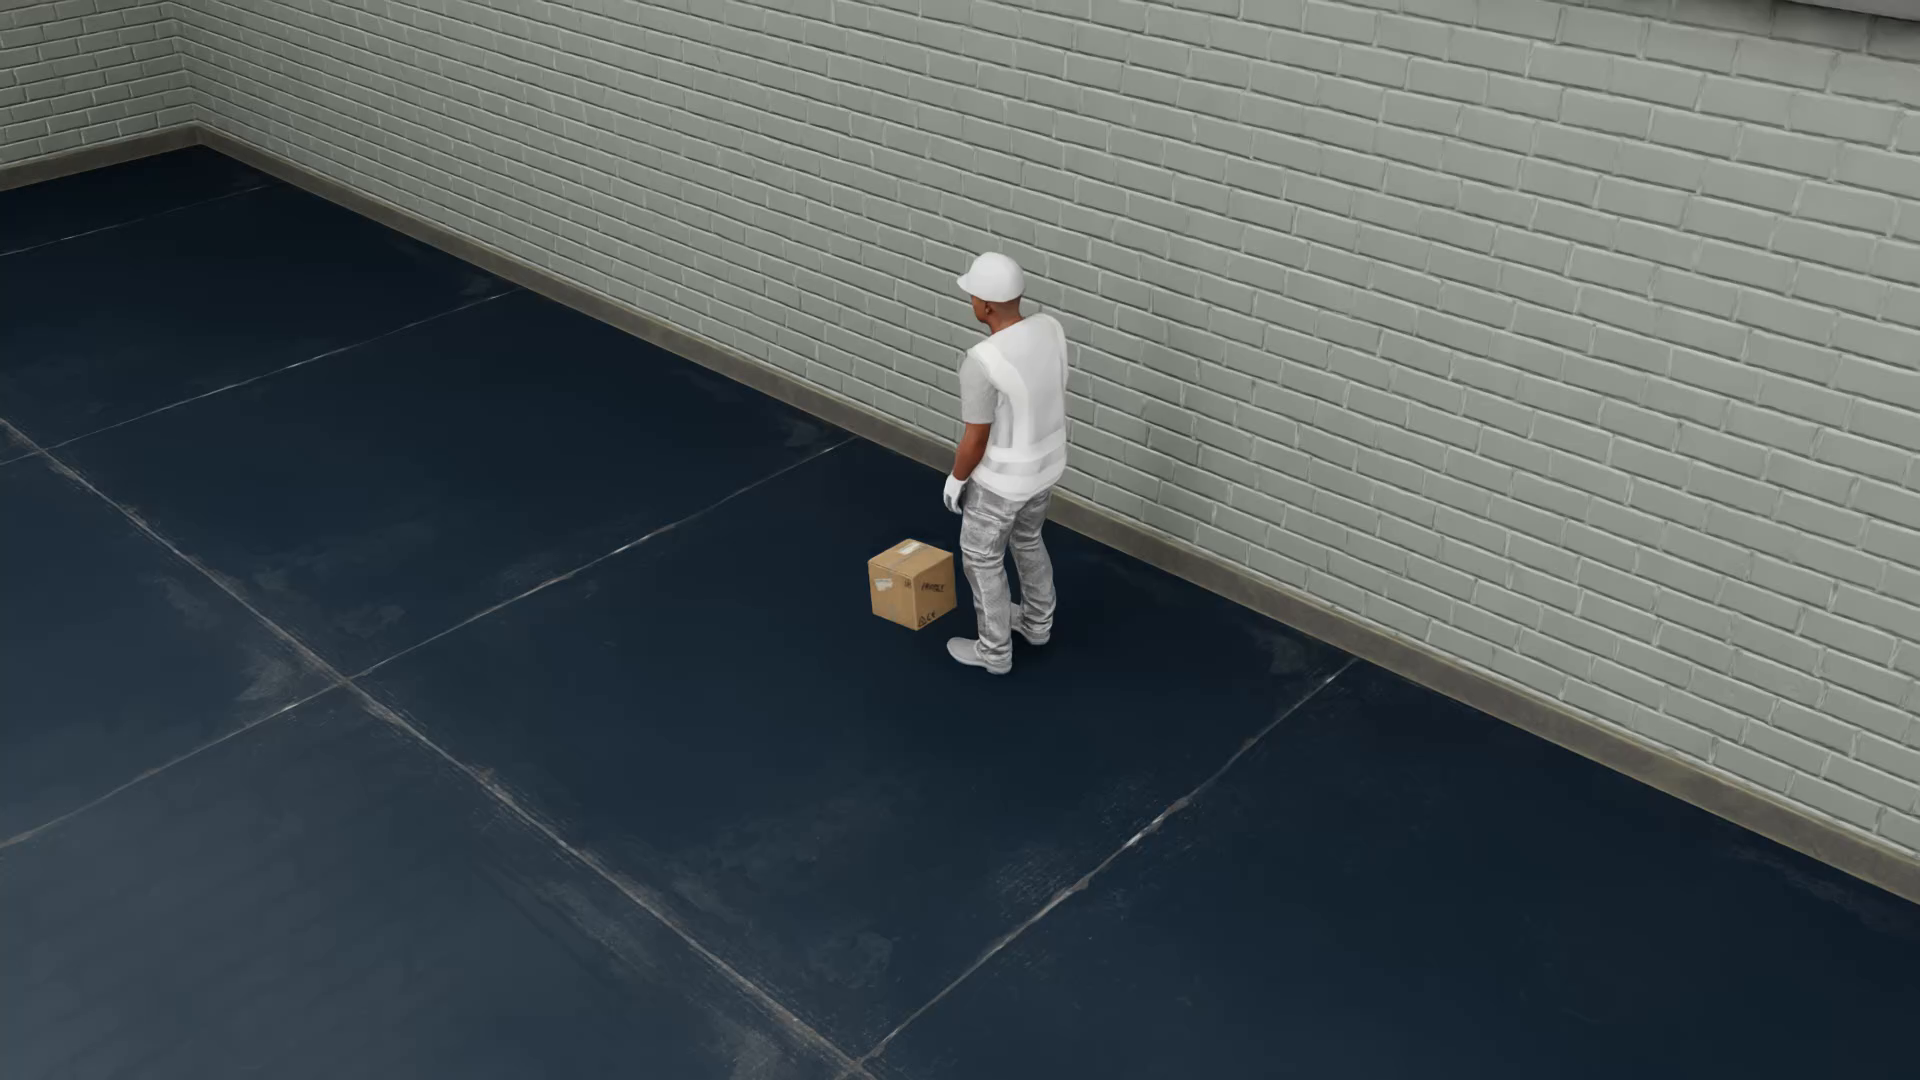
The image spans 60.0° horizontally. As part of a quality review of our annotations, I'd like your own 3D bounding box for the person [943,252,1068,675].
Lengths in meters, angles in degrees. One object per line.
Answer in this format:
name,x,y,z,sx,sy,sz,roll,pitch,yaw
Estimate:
person,0.184,-0.287,6.595,0.426,1.778,0.584,24,38,34
